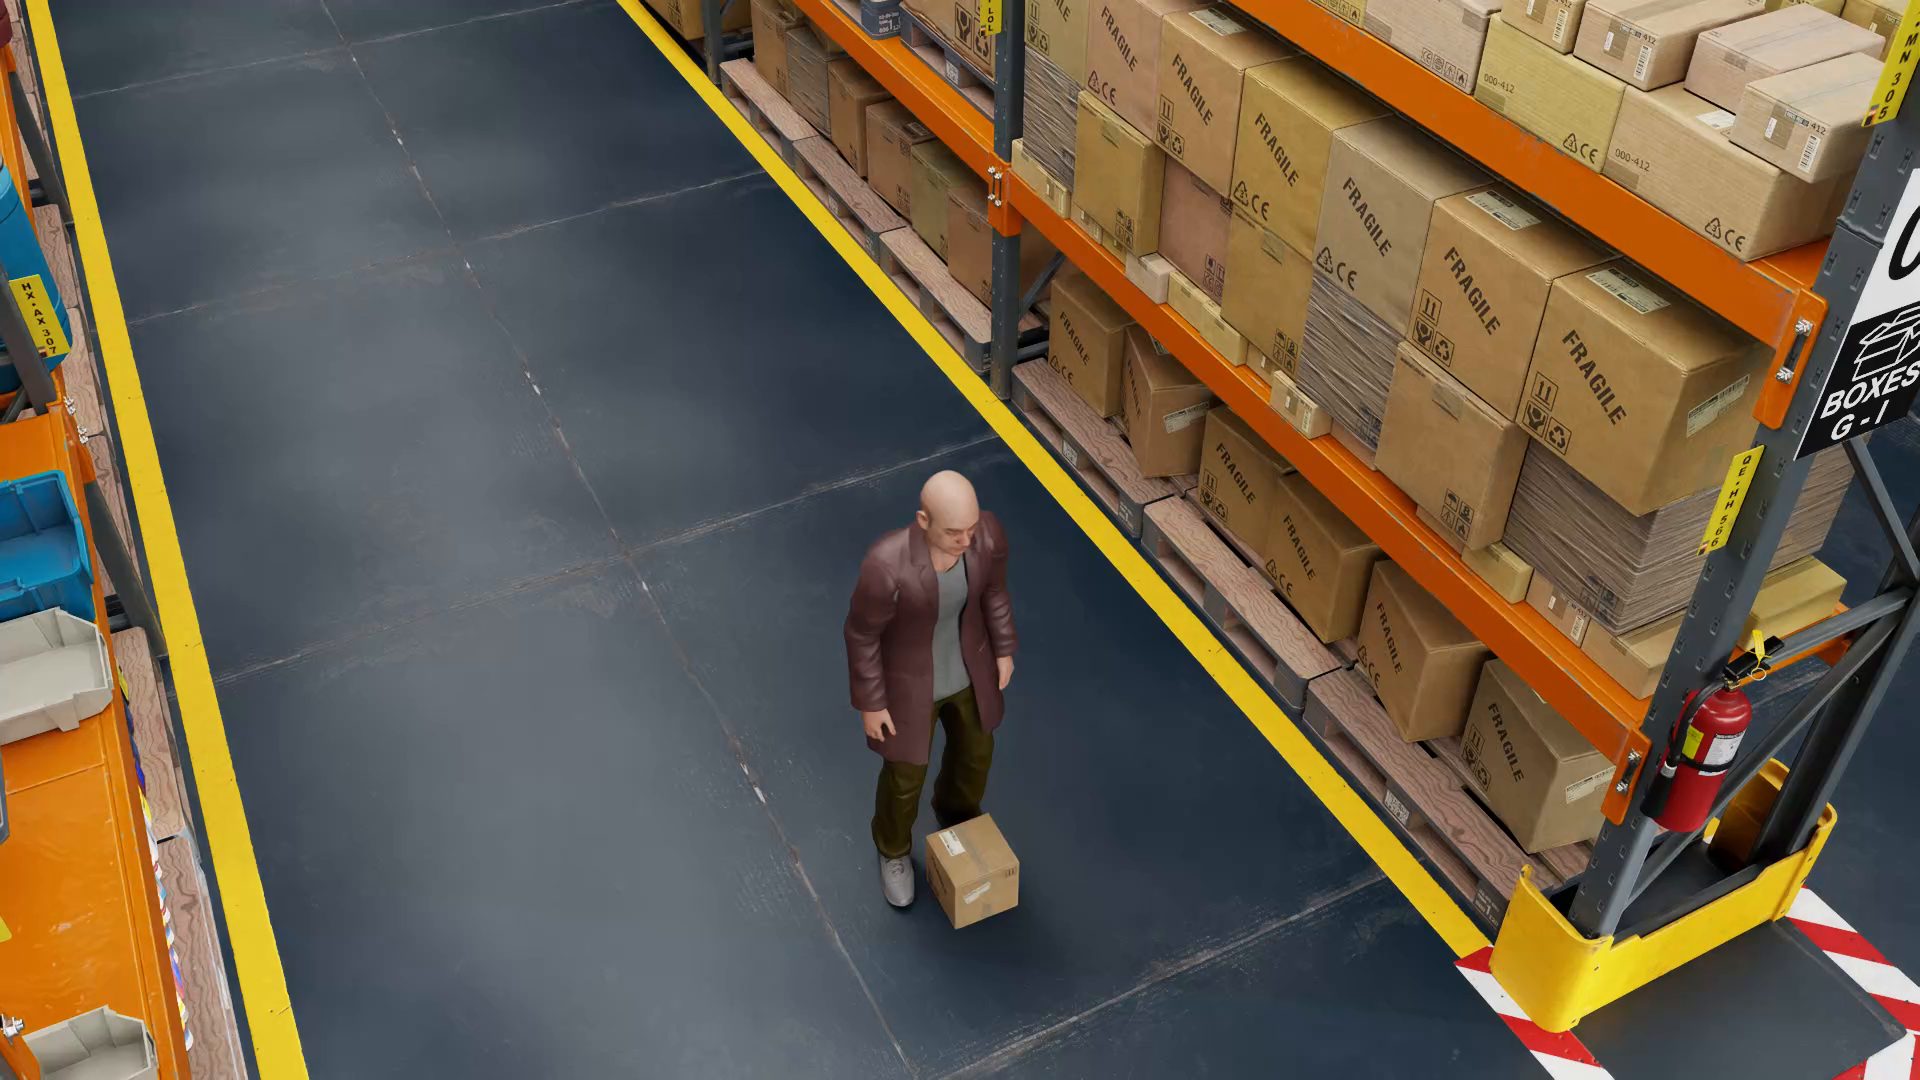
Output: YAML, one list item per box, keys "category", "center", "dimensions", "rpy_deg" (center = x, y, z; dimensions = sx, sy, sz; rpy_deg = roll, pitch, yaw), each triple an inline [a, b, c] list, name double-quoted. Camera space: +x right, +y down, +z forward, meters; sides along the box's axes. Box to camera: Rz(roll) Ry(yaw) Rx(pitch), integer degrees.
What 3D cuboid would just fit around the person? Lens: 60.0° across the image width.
- category: "person"
  center: [-0.078, 0.465, 5.630]
  dimensions: [0.638, 1.772, 0.428]
  rpy_deg: [-20, 45, -22]
